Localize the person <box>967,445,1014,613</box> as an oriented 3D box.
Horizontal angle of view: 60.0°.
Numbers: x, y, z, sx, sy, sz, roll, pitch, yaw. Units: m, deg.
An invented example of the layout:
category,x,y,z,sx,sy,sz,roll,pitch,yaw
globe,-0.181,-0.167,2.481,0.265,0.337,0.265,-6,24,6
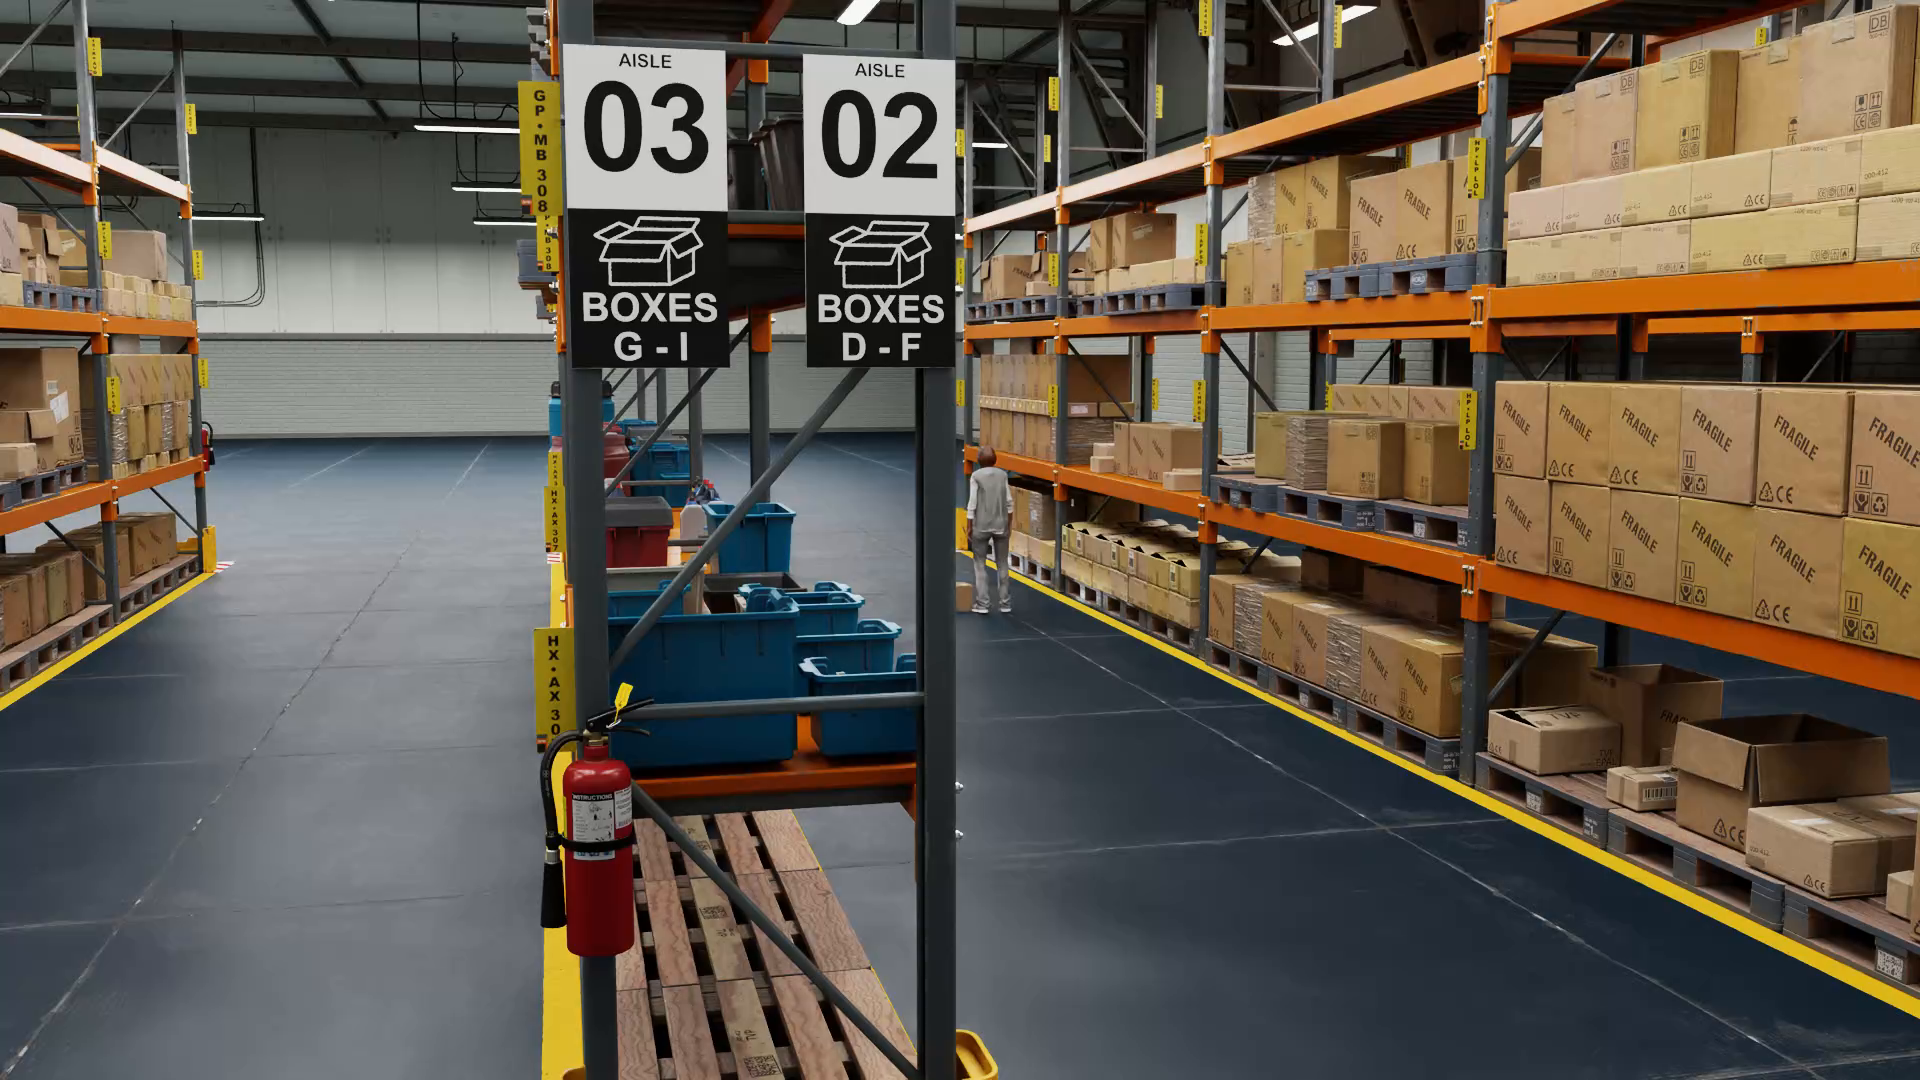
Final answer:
category,x,y,z,sx,sy,sz,roll,pitch,yaw
person,0.287,-0.099,15.777,0.475,1.591,0.346,-2,7,-16
